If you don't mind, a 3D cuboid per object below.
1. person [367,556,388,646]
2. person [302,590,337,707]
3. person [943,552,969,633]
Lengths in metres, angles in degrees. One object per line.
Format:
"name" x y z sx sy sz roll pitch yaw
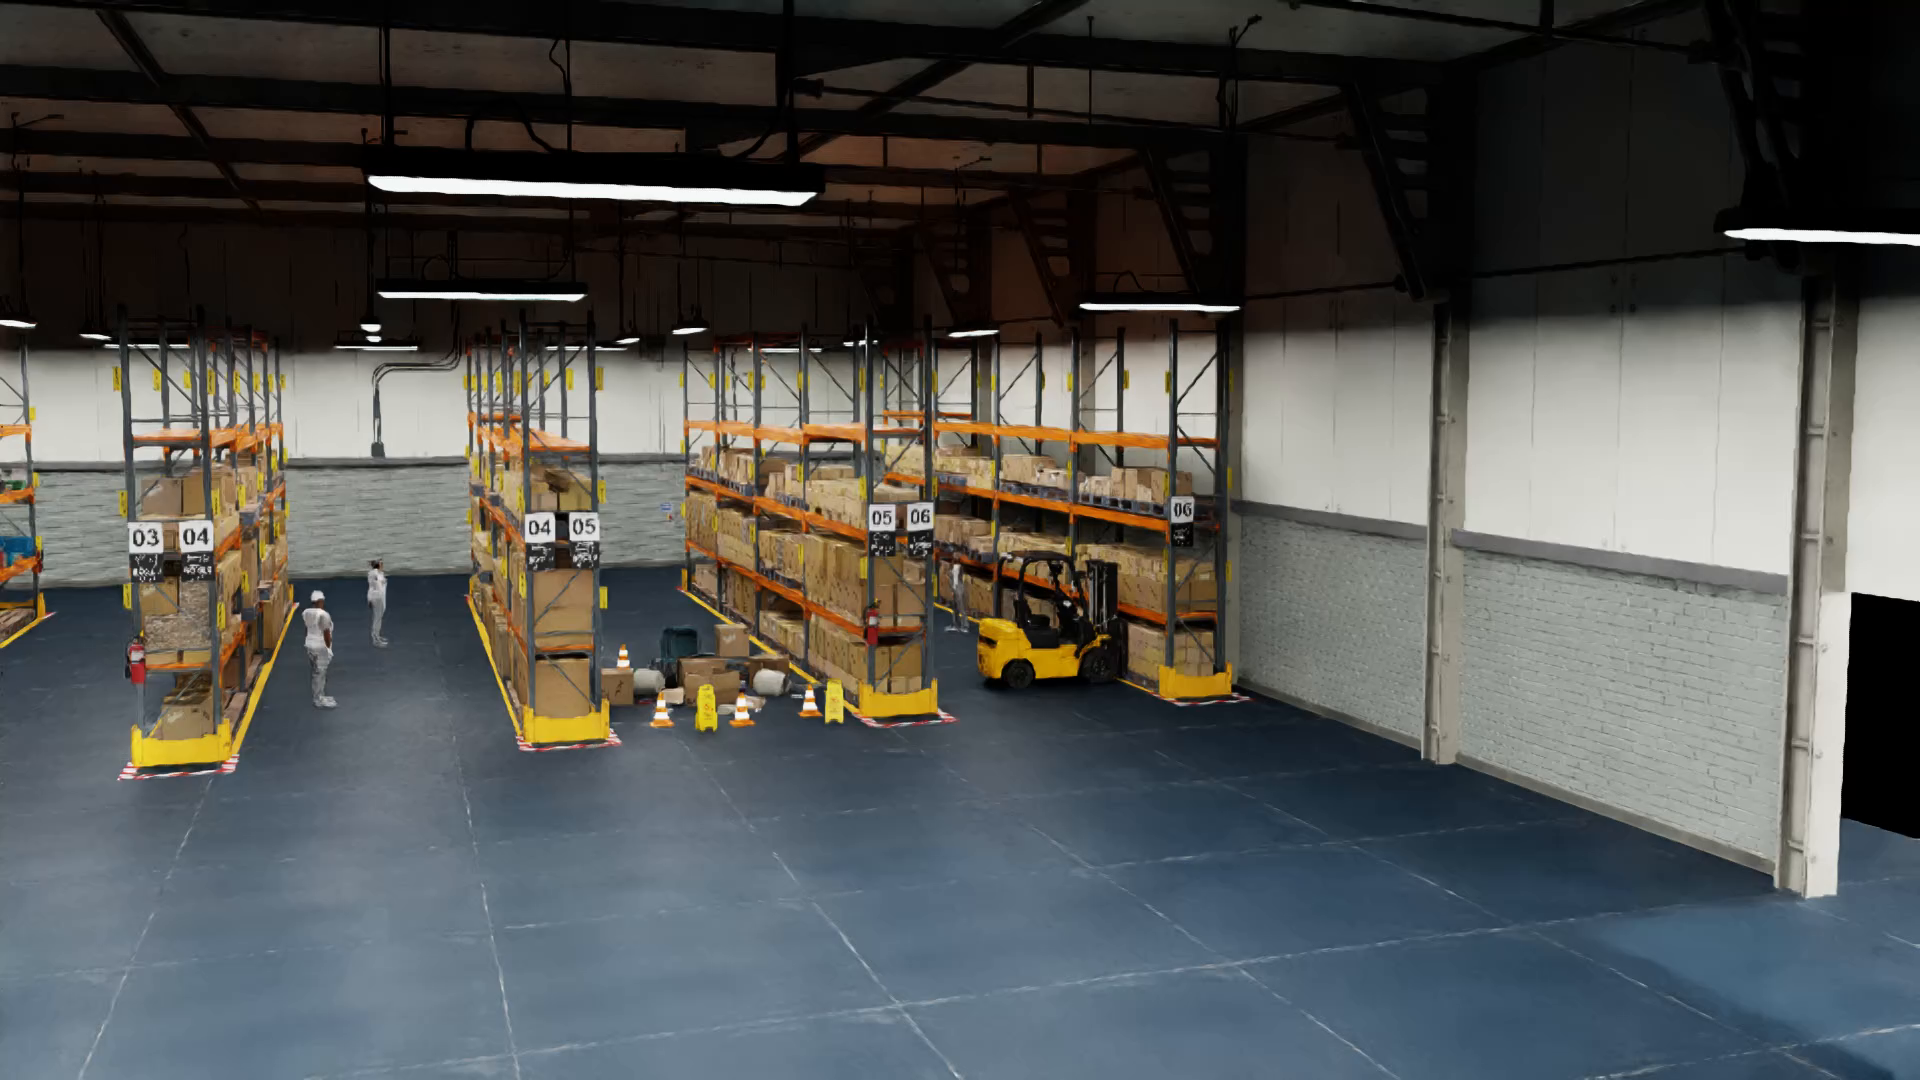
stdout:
"person" -11.050 1.153 31.650 0.433 1.684 0.553 -5 8 -45
"person" -9.877 1.658 25.740 0.618 1.783 0.457 4 7 39
"person" -0.076 1.042 33.269 0.536 1.590 0.534 0 5 5
